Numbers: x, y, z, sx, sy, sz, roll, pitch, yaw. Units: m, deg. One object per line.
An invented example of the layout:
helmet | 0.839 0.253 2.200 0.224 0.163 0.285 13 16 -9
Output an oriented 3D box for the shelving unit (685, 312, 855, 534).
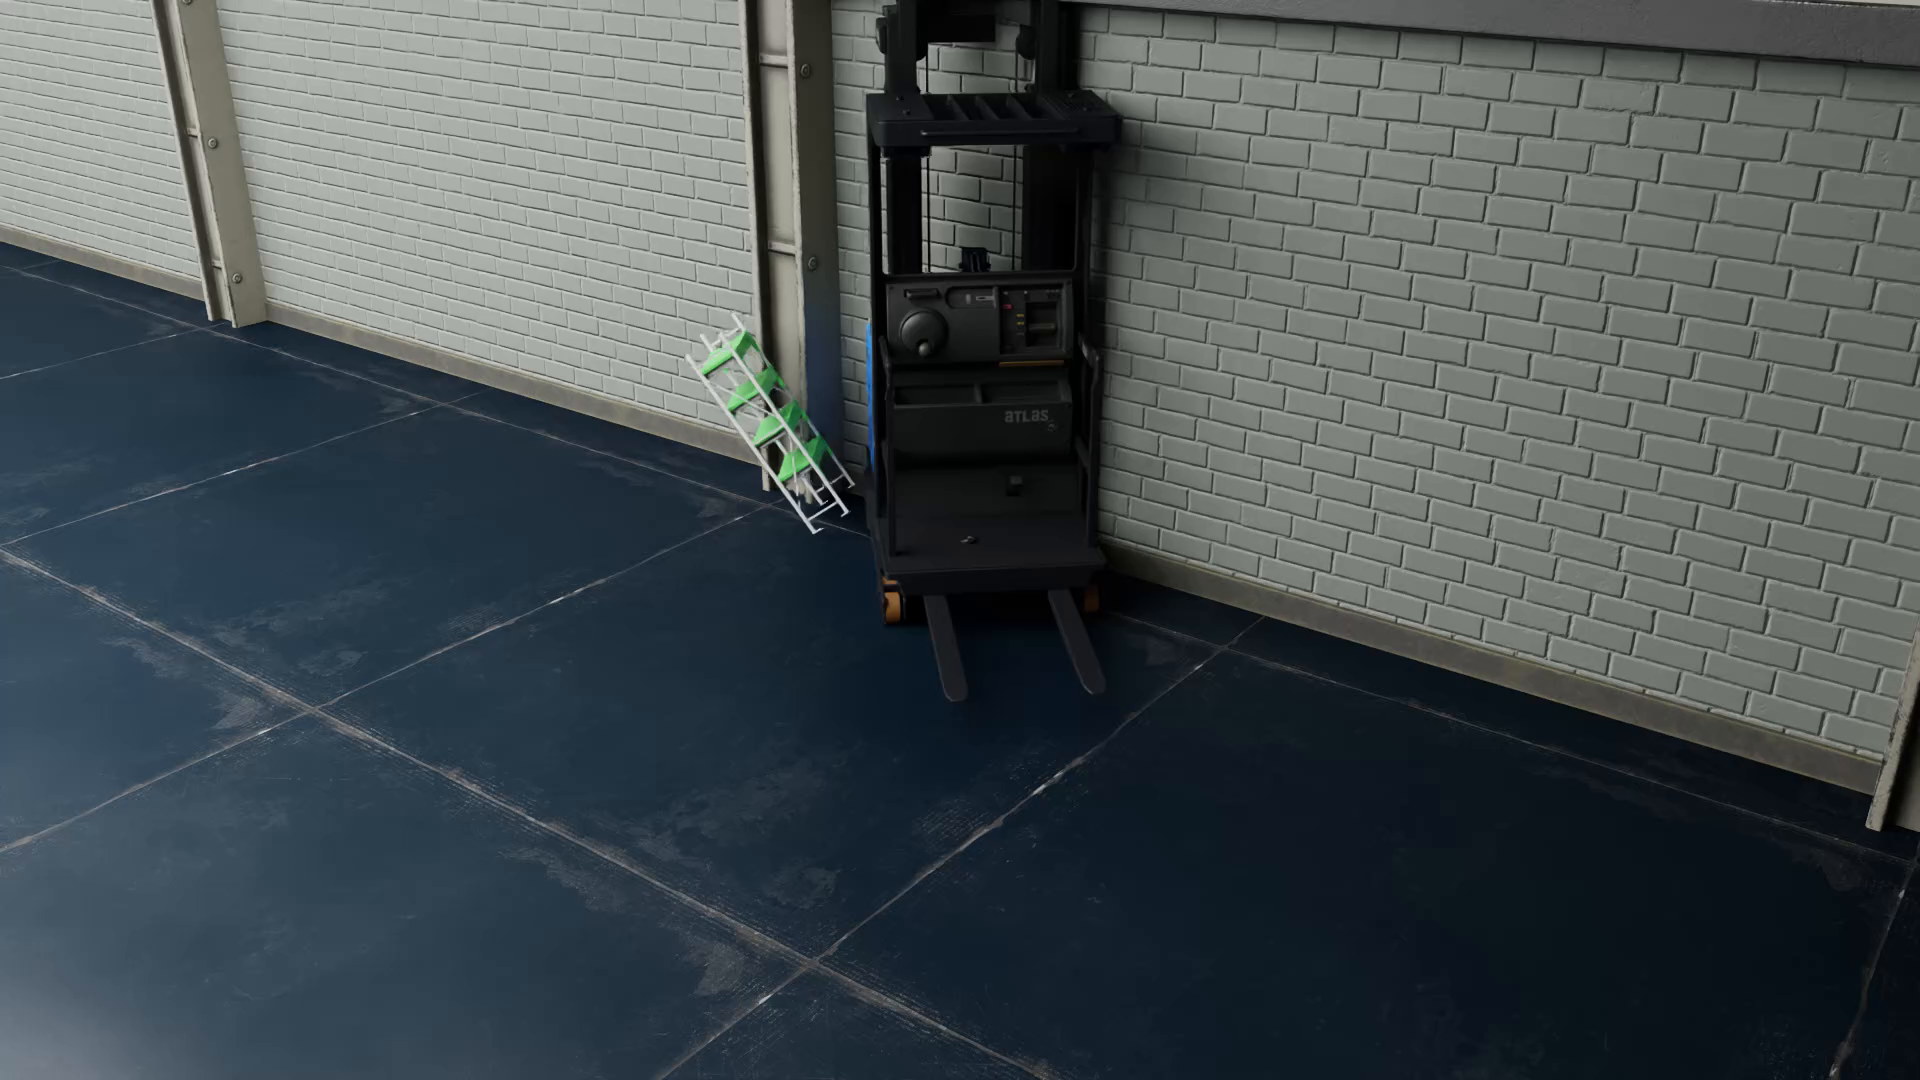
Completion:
shelving unit | -1.036 -0.652 9.250 0.258 1.200 0.503 -31 17 11

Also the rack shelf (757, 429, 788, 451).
rack shelf | -1.016 -0.624 9.260 0.199 0.029 0.442 -31 17 11

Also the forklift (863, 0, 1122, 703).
forklift | 0.127 -1.067 8.036 1.130 2.935 3.031 -3 24 -6

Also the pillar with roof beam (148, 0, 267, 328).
pillar with roof beam | -8.315 -4.486 8.270 0.400 9.000 9.100 17 29 33

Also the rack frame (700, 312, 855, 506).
rack frame | -1.034 -0.735 9.480 0.240 1.200 0.015 -31 17 11

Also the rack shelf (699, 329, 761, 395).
rack shelf | -1.263 -0.980 9.132 0.258 0.148 0.480 -31 17 11

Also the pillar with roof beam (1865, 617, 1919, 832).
pillar with roof beam | 1.288 -1.584 1.684 0.400 9.000 9.100 17 29 33

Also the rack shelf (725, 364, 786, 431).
rack shelf | -1.132 -0.790 9.201 0.258 0.148 0.480 -31 17 11

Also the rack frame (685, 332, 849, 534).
rack frame | -1.038 -0.568 9.021 0.240 1.200 0.015 -31 17 11

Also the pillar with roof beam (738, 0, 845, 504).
pillar with roof beam | -3.514 -3.035 4.977 0.400 9.000 9.100 17 29 33

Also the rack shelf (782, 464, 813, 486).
rack shelf | -0.886 -0.434 9.329 0.199 0.029 0.442 -31 17 11
